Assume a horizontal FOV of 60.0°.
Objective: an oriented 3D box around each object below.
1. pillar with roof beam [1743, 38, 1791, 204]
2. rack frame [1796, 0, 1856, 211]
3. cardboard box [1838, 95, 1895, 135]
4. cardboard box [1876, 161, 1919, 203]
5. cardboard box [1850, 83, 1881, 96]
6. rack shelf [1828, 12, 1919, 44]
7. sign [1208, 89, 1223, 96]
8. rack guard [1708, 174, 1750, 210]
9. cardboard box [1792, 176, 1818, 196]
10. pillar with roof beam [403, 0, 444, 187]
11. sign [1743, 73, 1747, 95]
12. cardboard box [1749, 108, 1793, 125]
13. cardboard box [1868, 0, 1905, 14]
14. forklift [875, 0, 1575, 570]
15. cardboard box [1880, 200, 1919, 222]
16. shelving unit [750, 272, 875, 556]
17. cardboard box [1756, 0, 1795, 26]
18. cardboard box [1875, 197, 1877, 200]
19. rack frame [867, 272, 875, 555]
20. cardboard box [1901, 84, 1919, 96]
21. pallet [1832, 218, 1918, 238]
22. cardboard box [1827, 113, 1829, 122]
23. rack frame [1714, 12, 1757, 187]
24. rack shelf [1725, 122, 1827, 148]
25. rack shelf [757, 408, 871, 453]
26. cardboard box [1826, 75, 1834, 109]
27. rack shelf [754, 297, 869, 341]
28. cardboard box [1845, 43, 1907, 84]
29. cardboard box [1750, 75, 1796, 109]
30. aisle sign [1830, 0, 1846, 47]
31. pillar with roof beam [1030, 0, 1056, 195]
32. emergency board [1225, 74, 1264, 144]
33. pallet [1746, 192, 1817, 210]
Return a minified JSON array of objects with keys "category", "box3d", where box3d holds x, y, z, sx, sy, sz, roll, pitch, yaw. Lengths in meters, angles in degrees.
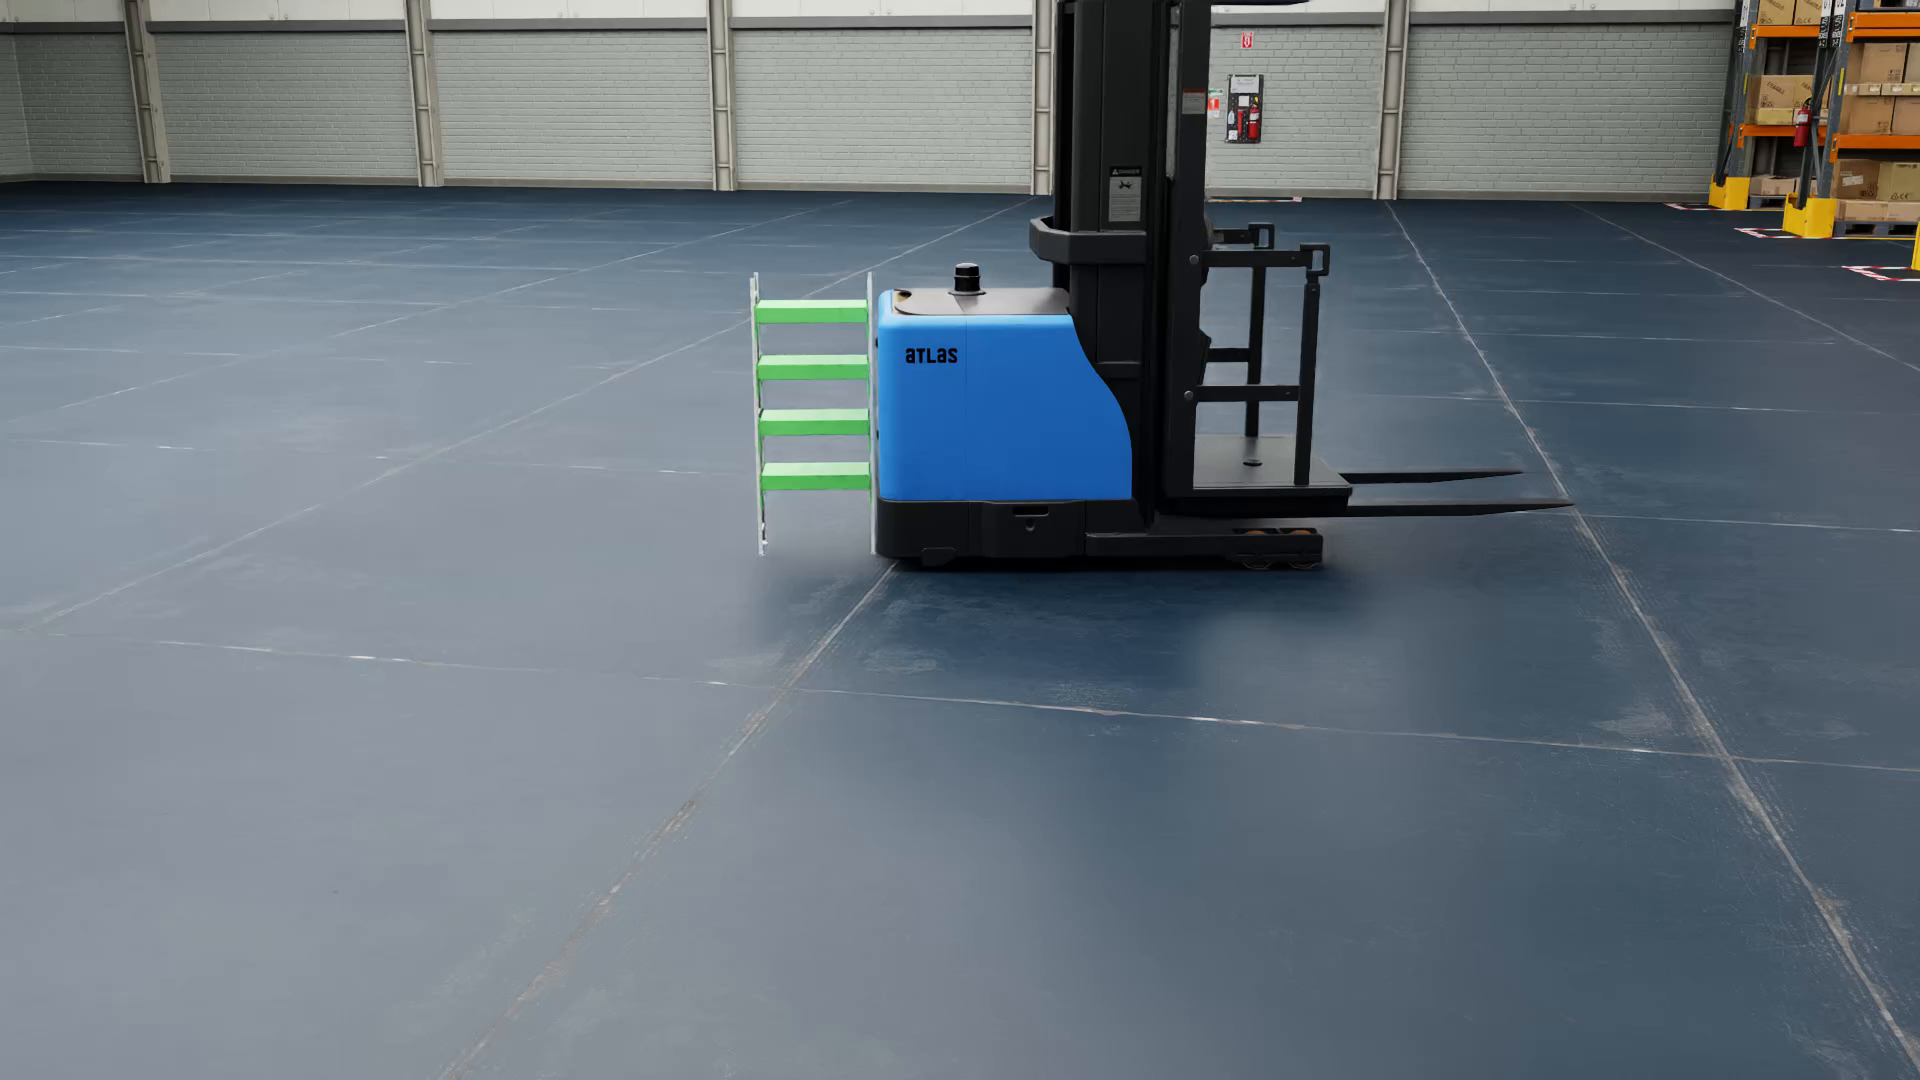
[{"category":"pillar with roof beam","box3d":[12.393,-8.815,22.457,0.400,9.000,9.100,3,16,11]},{"category":"rack frame","box3d":[11.409,-5.565,21.962,0.127,3.000,1.000,3,16,11]},{"category":"cardboard box","box3d":[11.864,-5.585,21.847,0.500,0.500,0.700,3,16,11]},{"category":"cardboard box","box3d":[12.381,-4.691,21.766,0.500,0.500,0.500,3,16,11]},{"category":"cardboard box","box3d":[11.751,-5.848,21.584,0.250,0.149,0.380,3,16,11]},{"category":"rack shelf","box3d":[13.369,-6.557,21.274,4.000,0.370,1.077,3,16,11]},{"category":"sign","box3d":[4.439,-7.837,29.105,0.331,0.109,0.001,3,16,11]},{"category":"rack guard","box3d":[12.467,-5.652,26.960,0.348,0.500,1.175,3,16,11]},{"category":"cardboard box","box3d":[13.611,-5.686,26.614,0.500,0.311,0.500,4,16,16]},{"category":"pillar with roof beam","box3d":[-11.126,-10.092,27.066,0.400,9.000,9.100,3,16,11]},{"category":"sign","box3d":[12.284,-7.136,26.013,0.005,0.325,0.100,3,16,11]},{"category":"cardboard box","box3d":[12.807,-6.689,26.265,0.500,0.250,0.500,3,16,9]},{"category":"cardboard box","box3d":[14.228,-8.194,25.609,0.500,0.500,0.500,4,16,15]},{"category":"forklift","box3d":[1.146,-1.426,7.149,3.031,2.935,1.130,-1,15,-2]},{"category":"cardboard box","box3d":[12.381,-4.330,21.868,0.500,0.250,0.500,3,16,11]},{"category":"shelving unit","box3d":[-0.627,-0.542,7.203,0.503,1.200,0.258,-1,15,-2]},{"category":"cardboard box","box3d":[12.670,-8.281,25.925,0.500,0.500,0.500,4,16,13]},{"category":"cardboard box","box3d":[12.486,-4.467,22.365,0.500,0.250,0.500,3,16,11]},{"category":"rack frame","box3d":[-0.384,-0.545,7.213,0.015,1.200,0.240,-1,15,-2]},{"category":"cardboard box","box3d":[12.254,-5.821,21.486,0.250,0.149,0.380,3,16,11]},{"category":"pallet","box3d":[12.167,-4.191,22.227,1.213,0.211,1.003,3,16,11]},{"category":"cardboard box","box3d":[13.817,-6.637,26.075,0.500,0.250,0.500,3,16,10]},{"category":"rack frame","box3d":[12.392,-6.861,26.641,0.127,3.000,1.000,3,16,11]},{"category":"rack shelf","box3d":[14.352,-6.408,26.353,4.000,0.370,1.077,3,16,11]},{"category":"rack shelf","box3d":[-0.627,-0.481,7.220,0.480,0.148,0.258,-1,15,-2]},{"category":"cardboard box","box3d":[13.788,-6.998,25.974,0.500,0.500,0.500,3,16,9]},{"category":"rack shelf","box3d":[-0.627,-0.943,7.091,0.480,0.148,0.258,-1,15,-2]},{"category":"cardboard box","box3d":[11.916,-6.207,21.664,0.500,0.500,0.700,3,16,11]},{"category":"cardboard box","box3d":[12.800,-7.056,26.183,0.500,0.500,0.500,3,16,11]},{"category":"aisle sign","box3d":[11.284,-6.741,21.339,0.004,0.787,0.394,3,16,11]},{"category":"pillar with roof beam","box3d":[0.634,-9.453,24.762,0.400,9.000,9.100,3,16,11]},{"category":"emergency board","box3d":[4.957,-7.511,28.987,0.643,1.169,0.194,3,16,11]},{"category":"pallet","box3d":[13.256,-5.461,26.810,1.213,0.211,1.003,3,16,11]}]
